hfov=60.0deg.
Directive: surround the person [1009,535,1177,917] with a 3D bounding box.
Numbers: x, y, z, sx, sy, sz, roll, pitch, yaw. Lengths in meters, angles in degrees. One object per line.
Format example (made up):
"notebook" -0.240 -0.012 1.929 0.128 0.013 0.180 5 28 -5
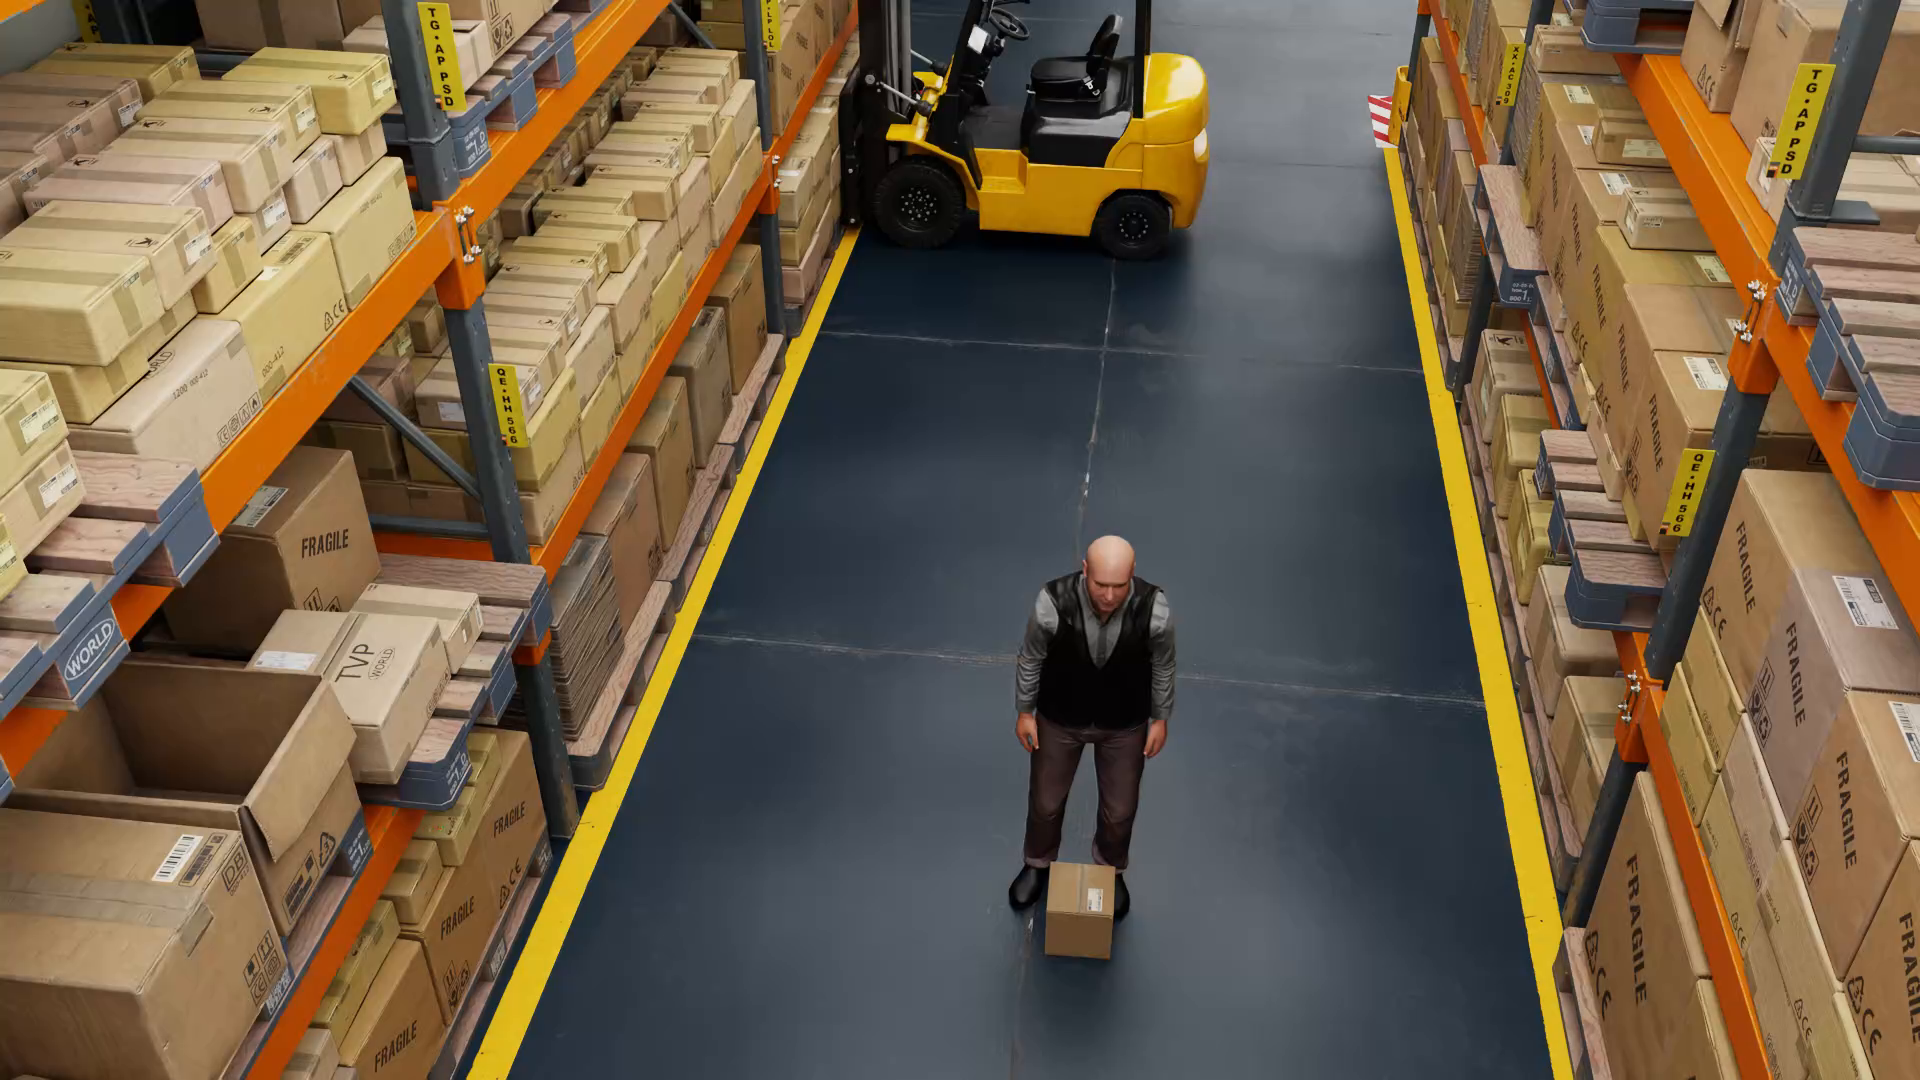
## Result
"person" 0.491 0.657 6.155 0.584 1.719 0.426 2 36 3
